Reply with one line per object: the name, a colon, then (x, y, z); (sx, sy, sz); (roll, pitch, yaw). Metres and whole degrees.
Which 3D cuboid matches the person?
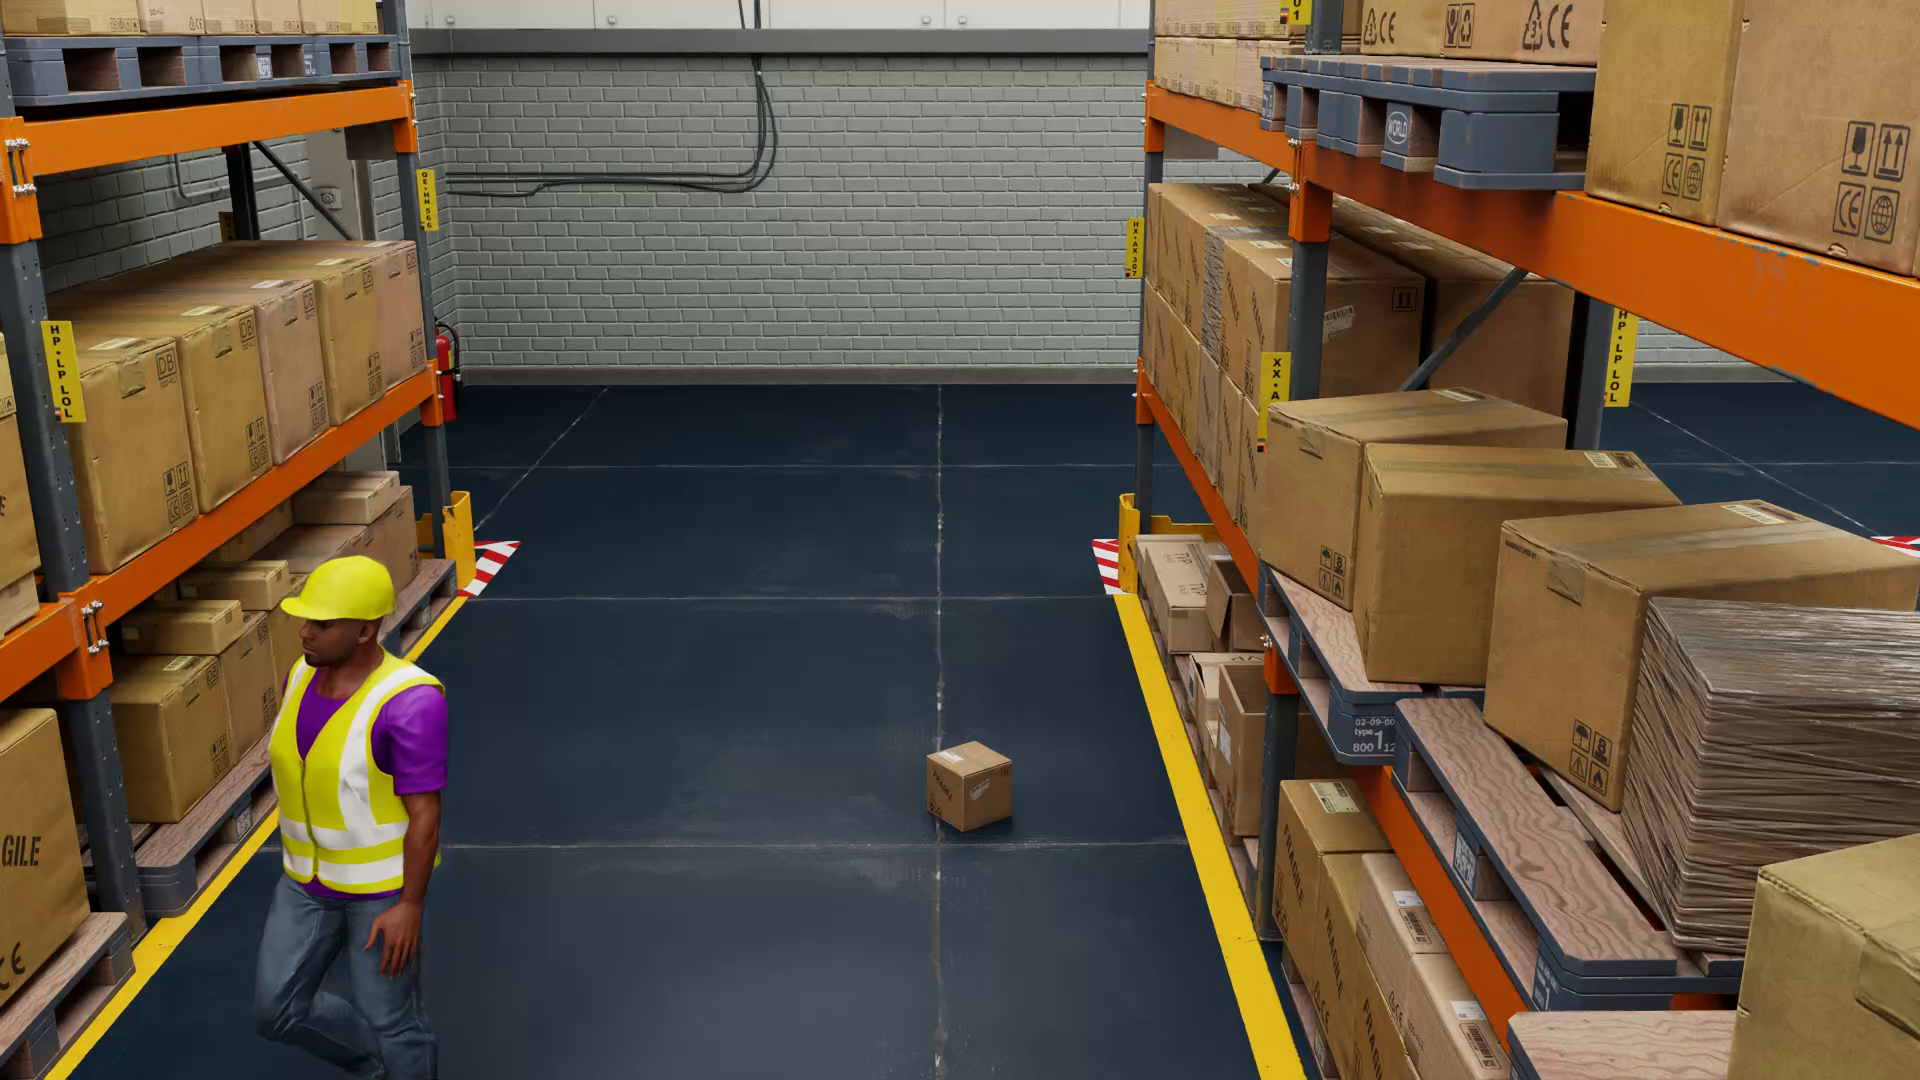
person: (-1.626, 0.917, 4.442); (0.585, 1.782, 0.461); (8, 19, 24)
